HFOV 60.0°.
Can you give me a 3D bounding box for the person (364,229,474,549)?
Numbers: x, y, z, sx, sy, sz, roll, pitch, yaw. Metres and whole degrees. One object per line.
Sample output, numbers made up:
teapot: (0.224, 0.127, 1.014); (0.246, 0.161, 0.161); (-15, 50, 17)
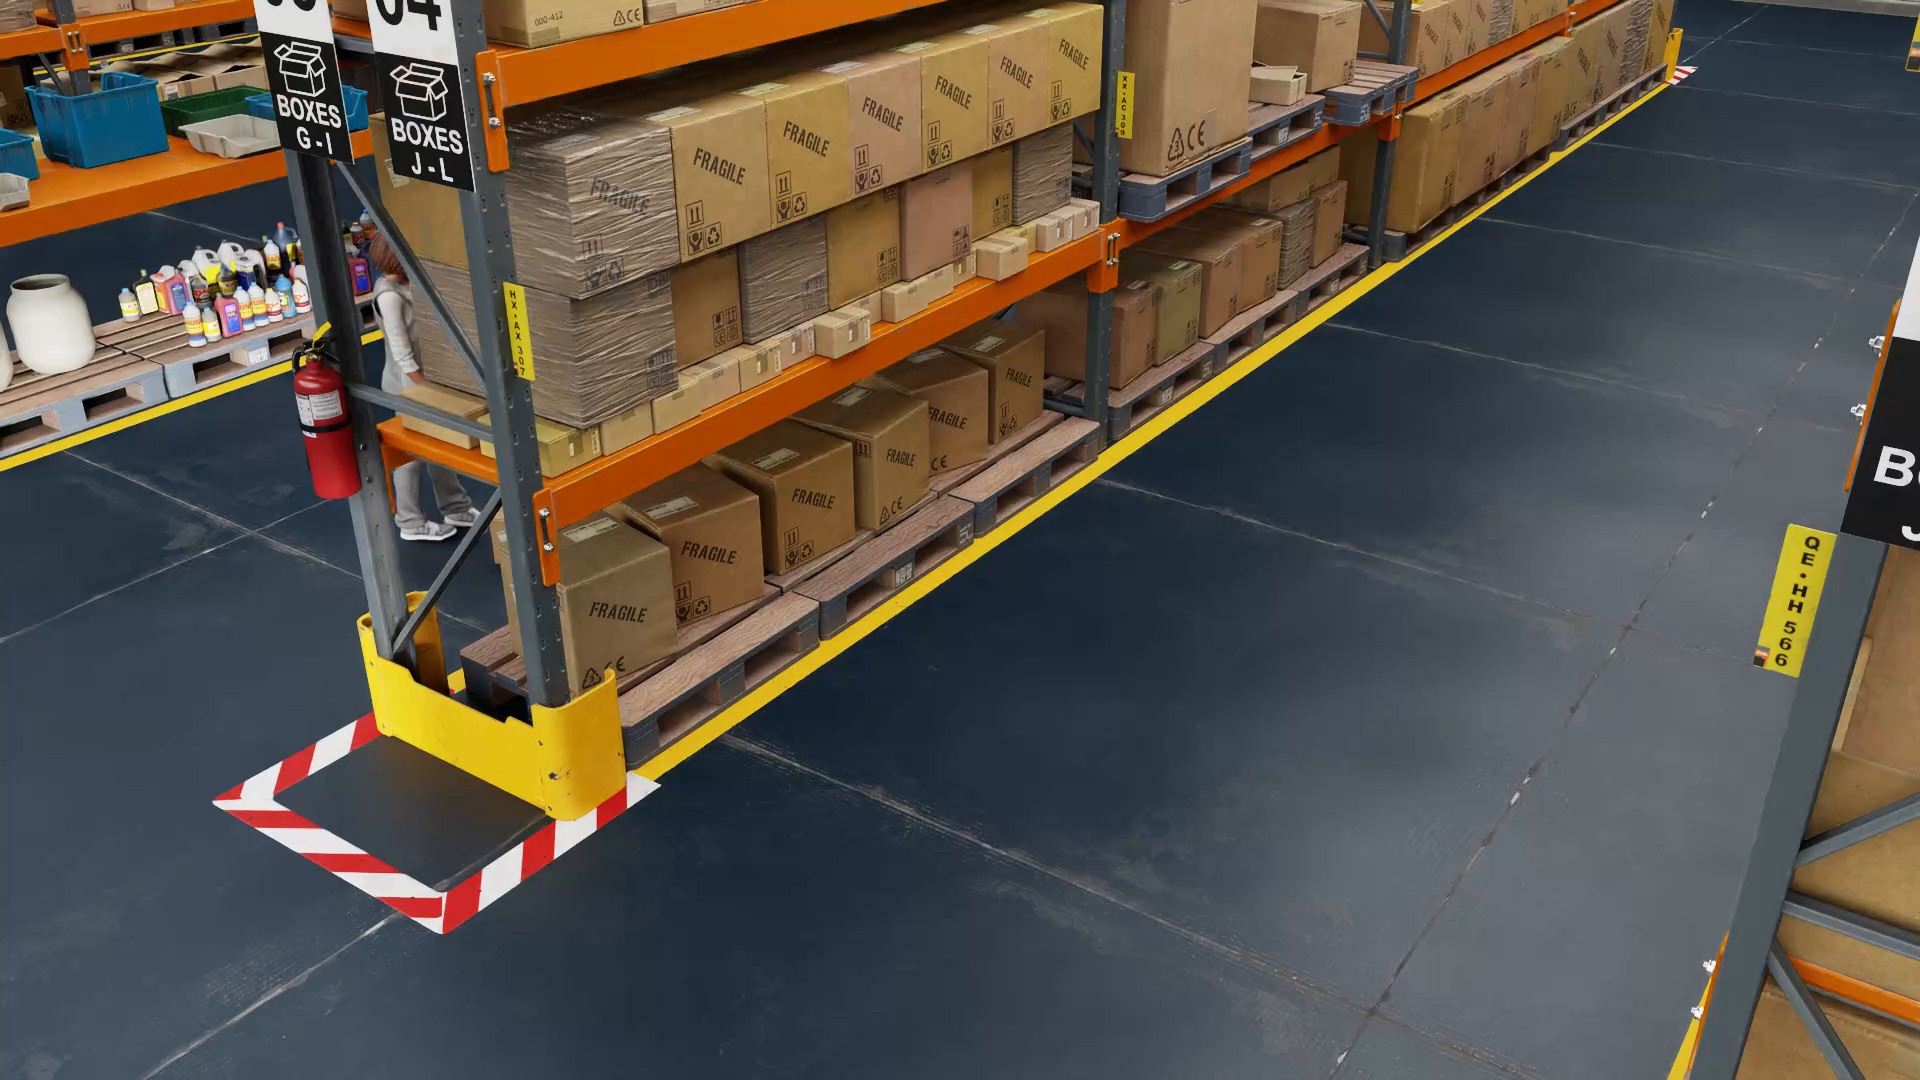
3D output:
person: (-2.611, -0.727, 8.010); (0.323, 1.617, 0.442); (4, 28, 7)
